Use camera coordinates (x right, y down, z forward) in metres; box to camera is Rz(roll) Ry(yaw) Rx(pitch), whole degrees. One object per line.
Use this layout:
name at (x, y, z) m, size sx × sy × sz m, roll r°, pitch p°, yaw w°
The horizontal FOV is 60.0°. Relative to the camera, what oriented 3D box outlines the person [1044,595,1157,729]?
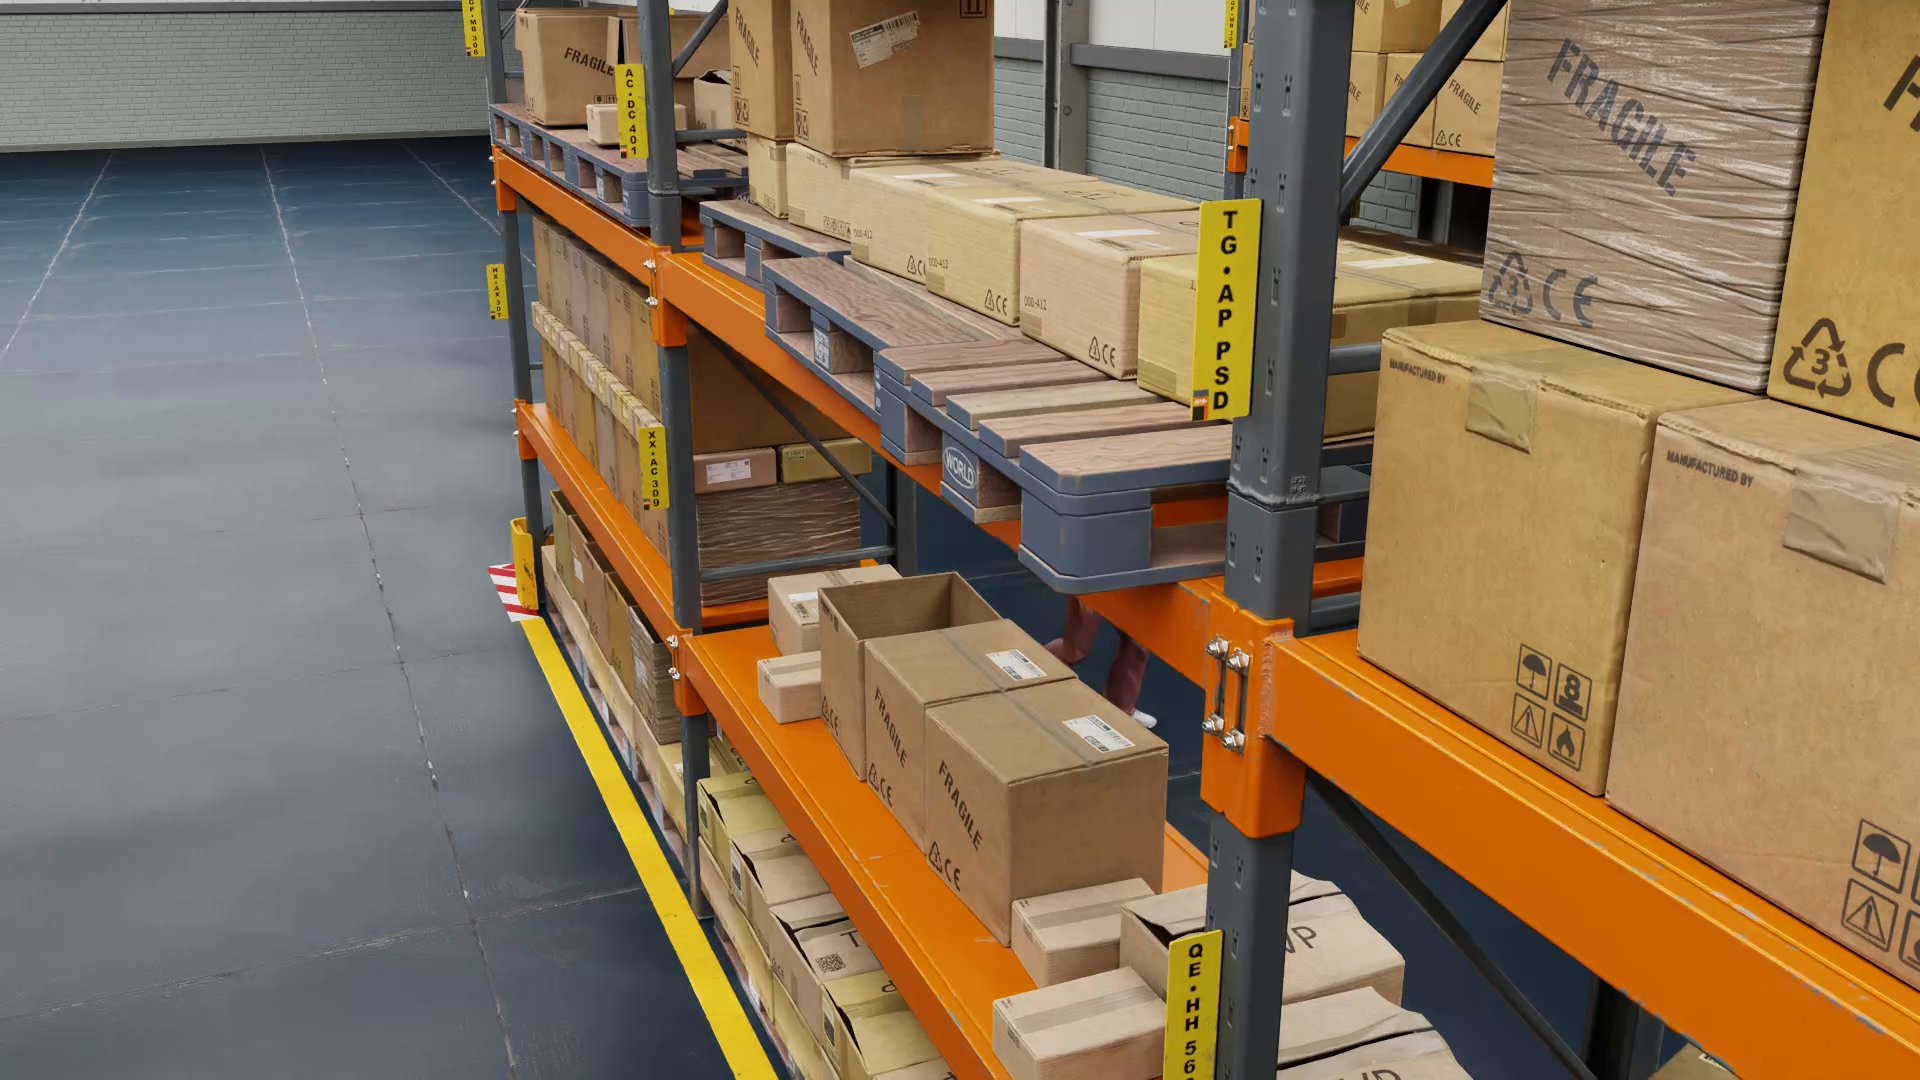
person at (0.637, 0.181, 8.541) m, size 0.759 × 1.633 × 0.527 m, roll 17°, pitch 25°, yaw 41°
